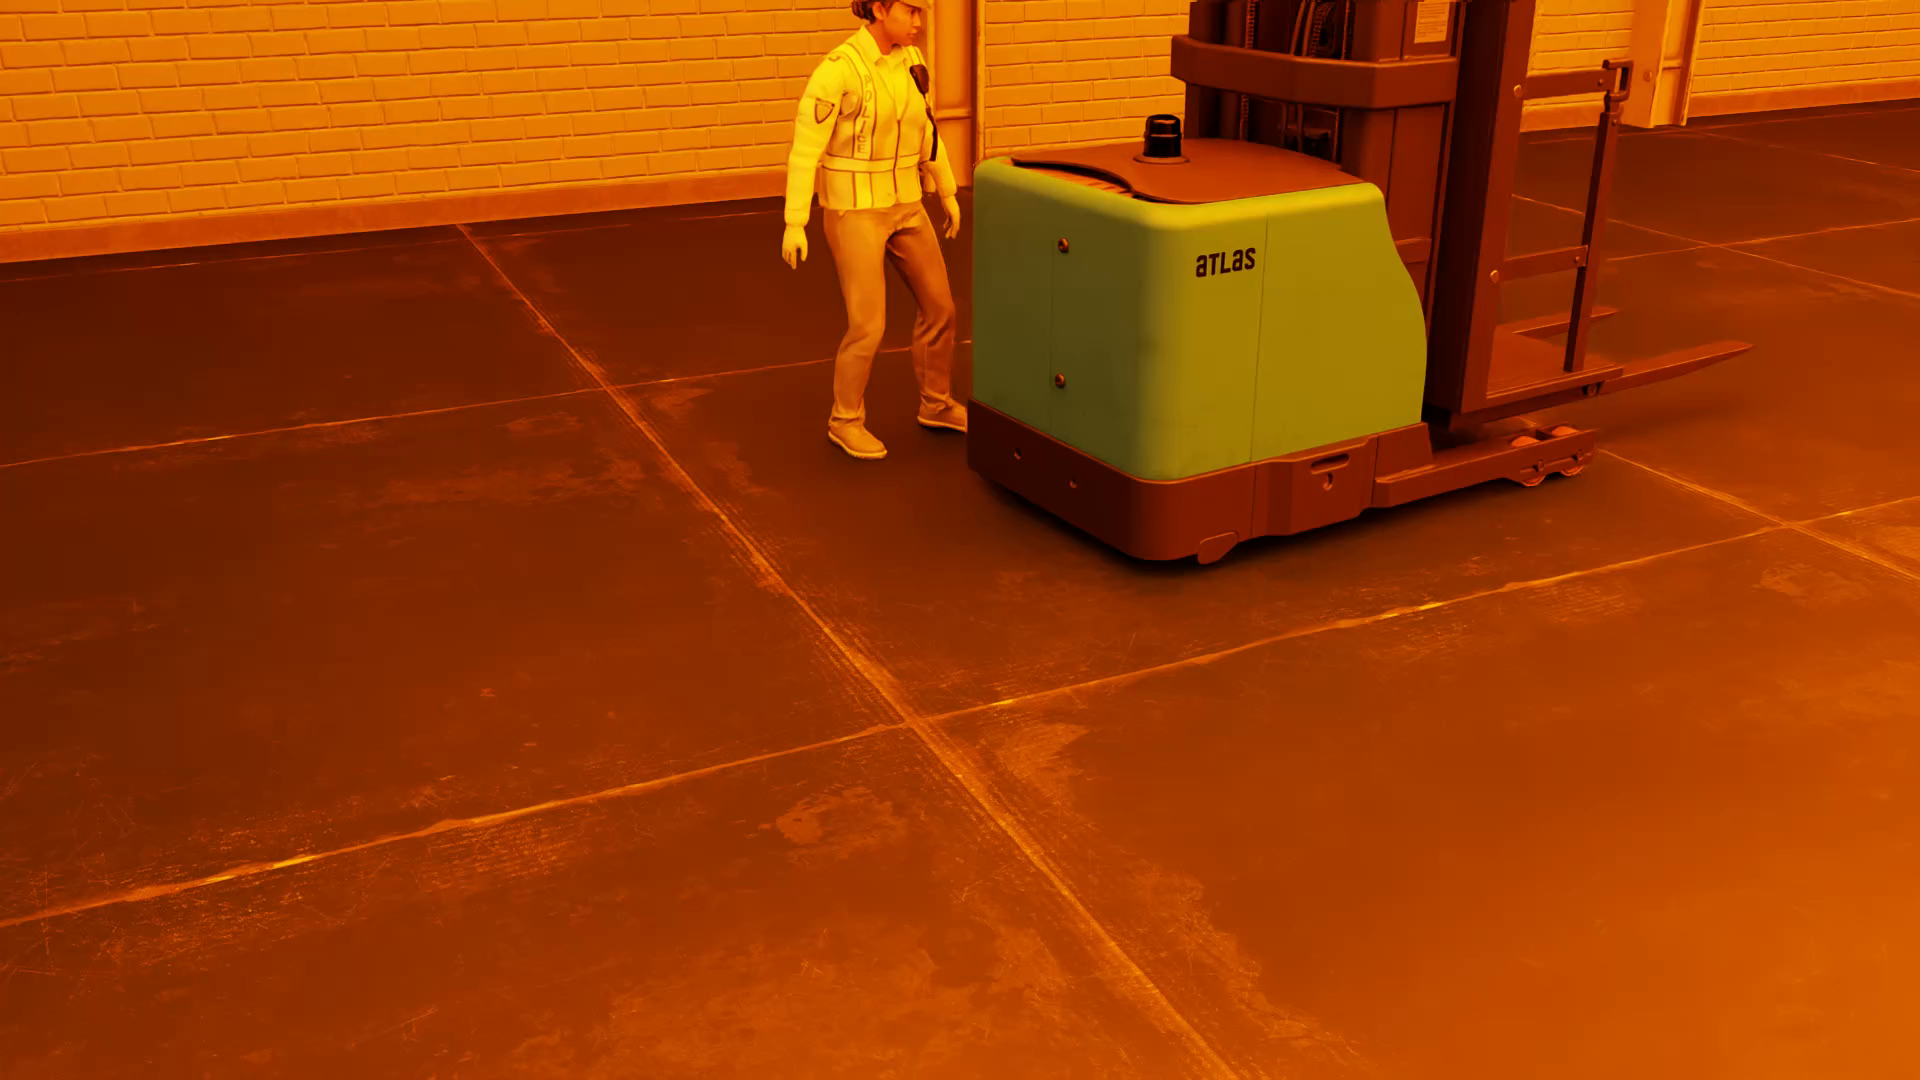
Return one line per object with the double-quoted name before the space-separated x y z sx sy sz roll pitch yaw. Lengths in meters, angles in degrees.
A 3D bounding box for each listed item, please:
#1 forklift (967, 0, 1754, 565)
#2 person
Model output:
"forklift" 1.548 -1.688 5.350 3.031 2.935 1.130 -13 26 -29
"person" -0.243 -1.099 5.632 0.774 1.639 0.373 -21 30 -40
